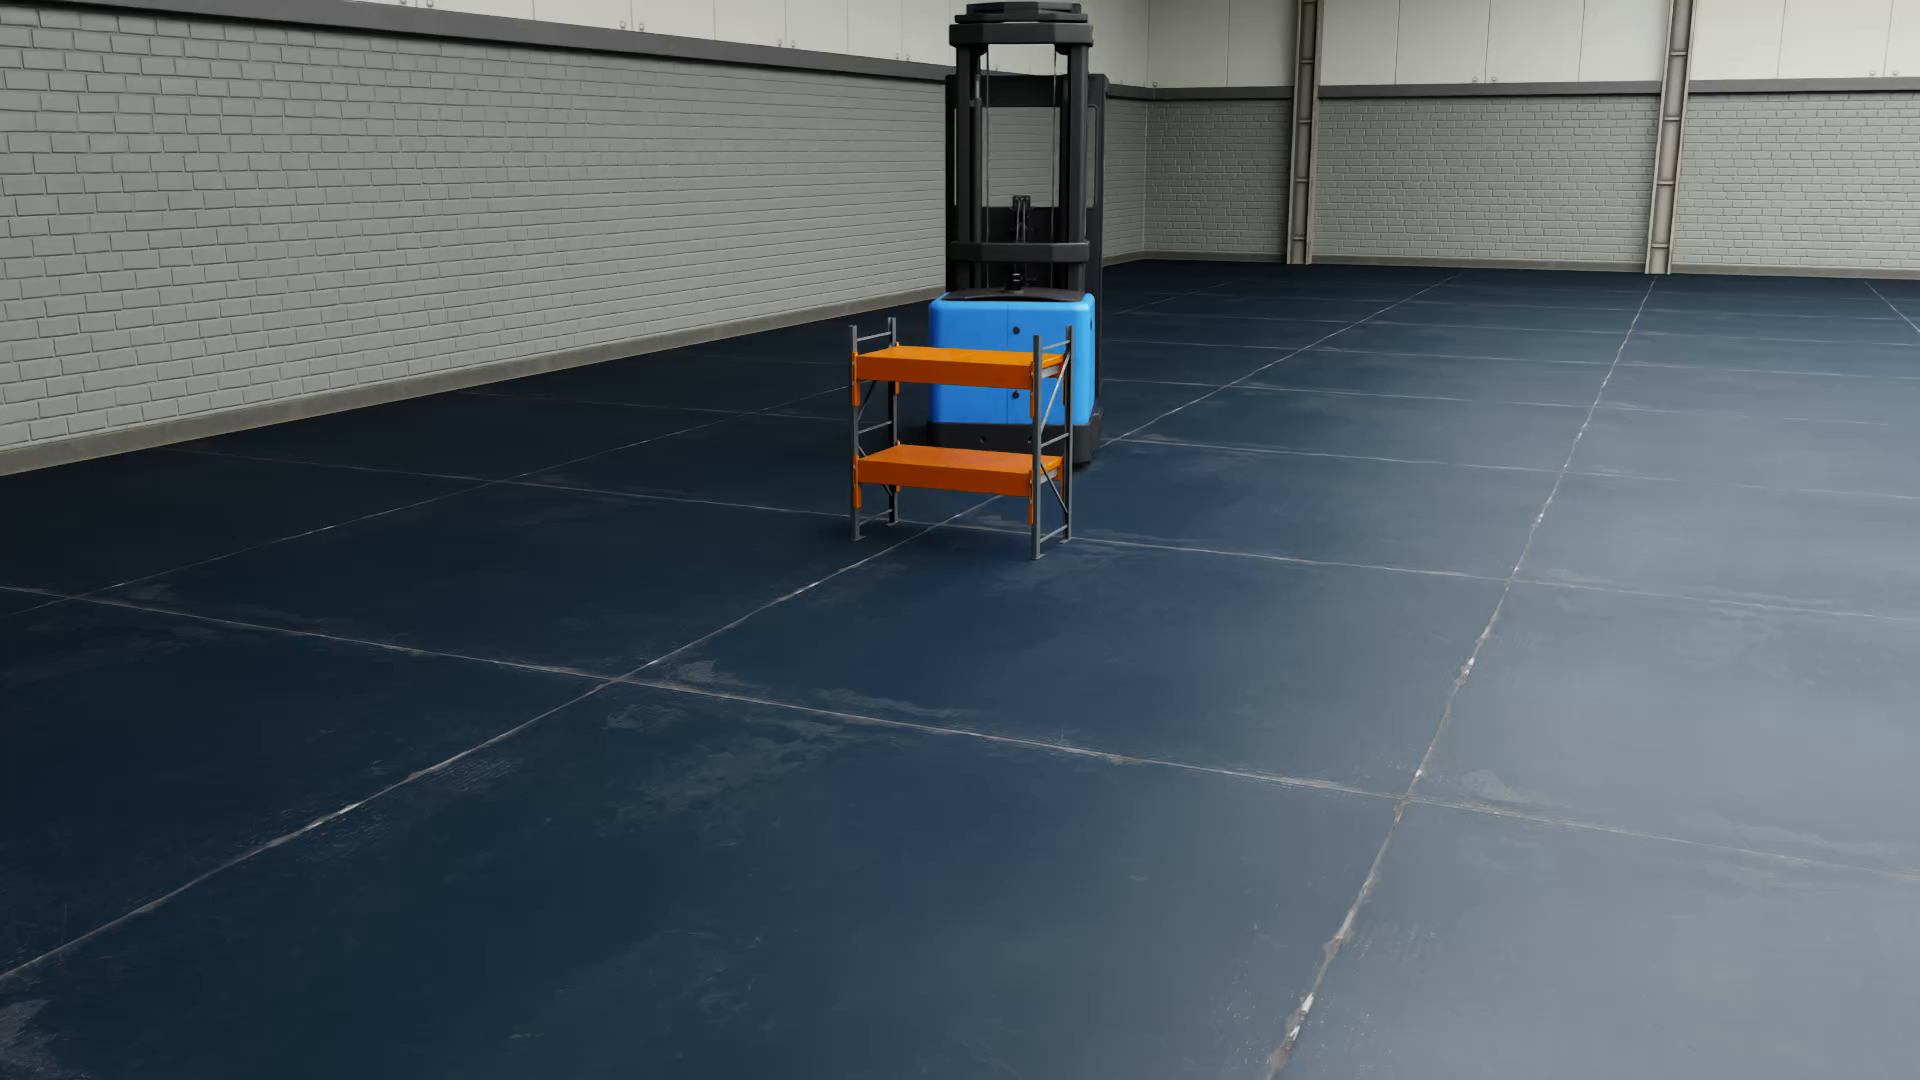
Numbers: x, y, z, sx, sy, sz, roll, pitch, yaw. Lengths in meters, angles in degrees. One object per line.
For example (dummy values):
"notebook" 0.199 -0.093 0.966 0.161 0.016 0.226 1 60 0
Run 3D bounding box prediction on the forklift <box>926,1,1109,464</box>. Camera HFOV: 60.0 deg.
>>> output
"forklift" 0.471 -2.199 11.712 1.130 2.935 3.031 2 13 6

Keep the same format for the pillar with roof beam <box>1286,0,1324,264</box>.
"pillar with roof beam" 4.382 -8.477 25.182 0.400 9.000 9.100 6 14 23

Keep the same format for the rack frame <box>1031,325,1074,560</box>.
"rack frame" 0.471 -0.500 8.423 0.032 1.125 0.500 6 14 23

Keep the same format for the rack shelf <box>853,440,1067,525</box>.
"rack shelf" 0.006 -0.309 8.680 1.000 0.278 0.538 6 14 23

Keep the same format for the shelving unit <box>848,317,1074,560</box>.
"shelving unit" 0.006 -0.547 8.624 1.048 1.125 0.538 6 14 23

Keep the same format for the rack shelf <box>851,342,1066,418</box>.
"rack shelf" 0.006 -0.832 8.557 1.000 0.278 0.538 6 14 23

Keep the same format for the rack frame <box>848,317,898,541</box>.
"rack frame" -0.459 -0.594 8.824 0.032 1.125 0.500 6 14 23

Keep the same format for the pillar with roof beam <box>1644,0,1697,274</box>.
"pillar with roof beam" 9.868 -7.922 22.816 0.400 9.000 9.100 6 14 23
